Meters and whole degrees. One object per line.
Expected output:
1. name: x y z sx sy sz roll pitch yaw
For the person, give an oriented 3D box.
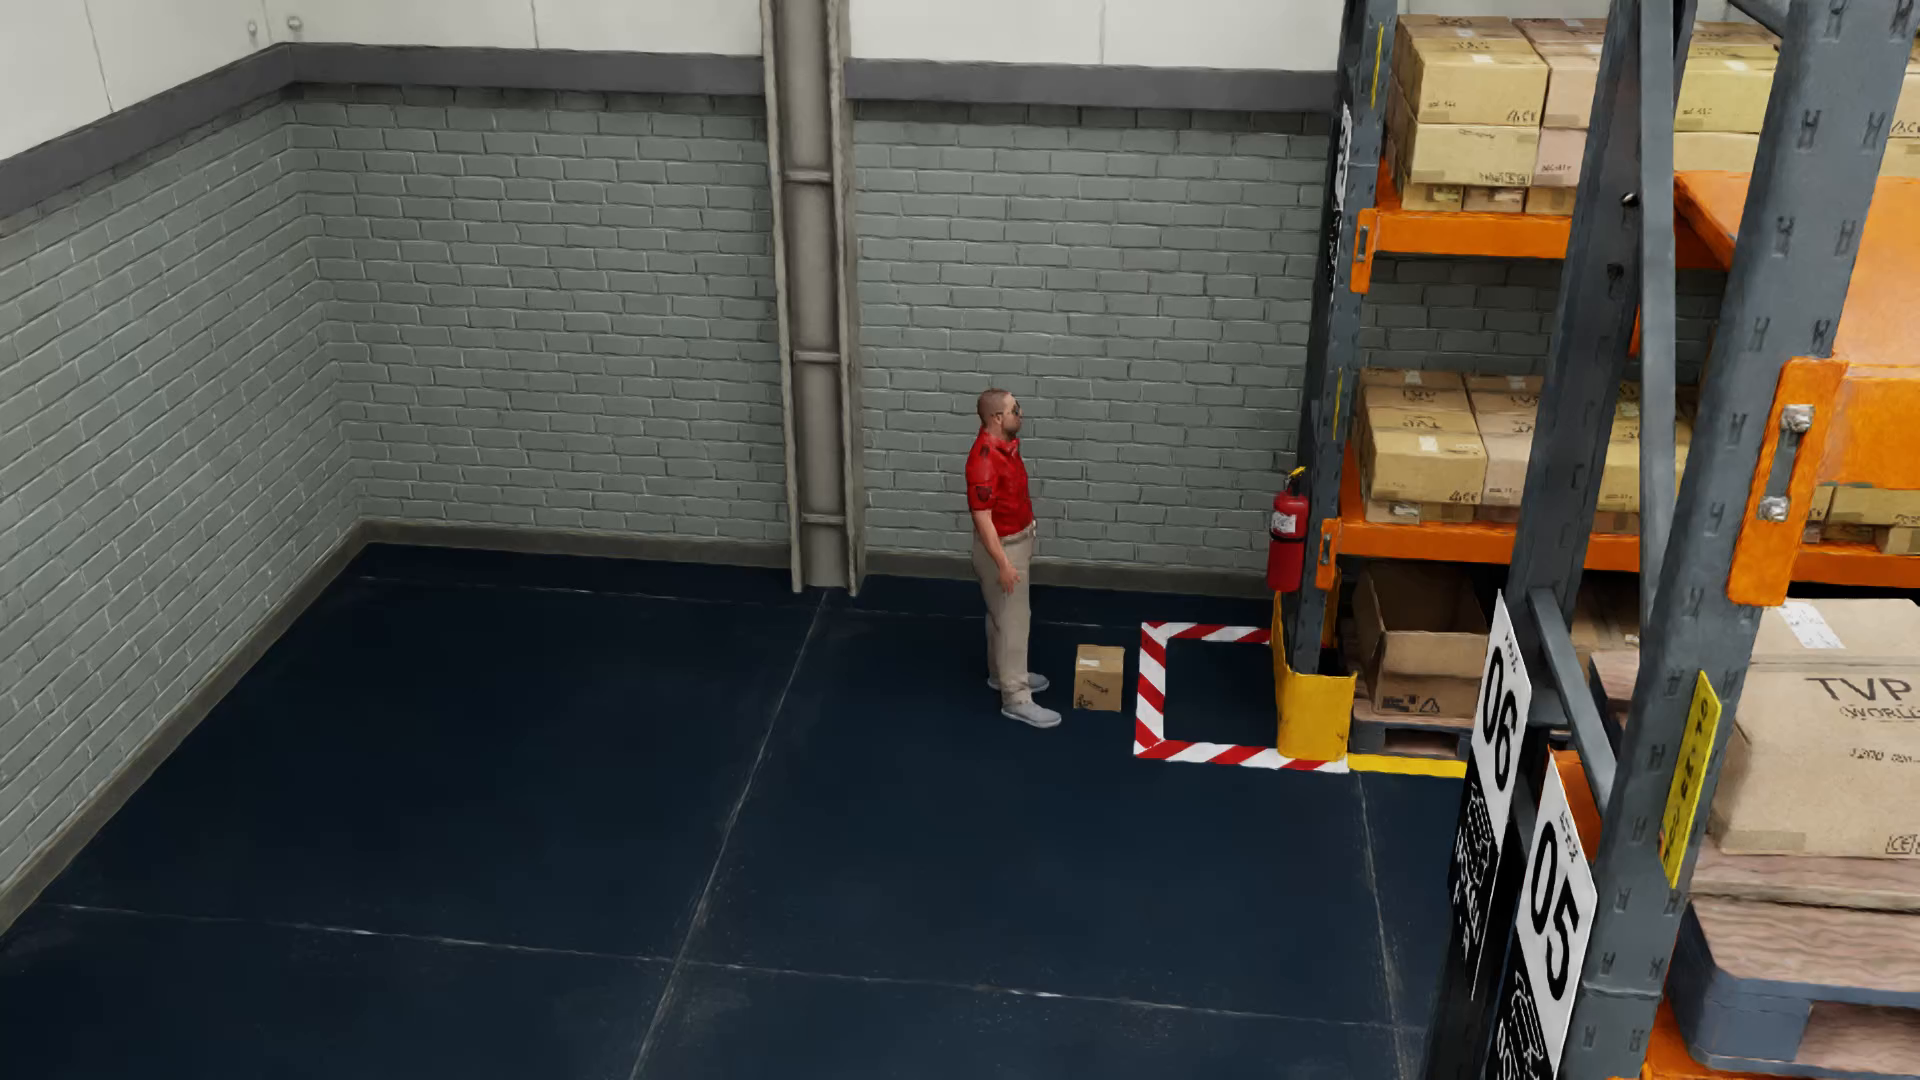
1. person: 0.304 0.056 8.520 0.526 1.729 0.644 4 28 7
